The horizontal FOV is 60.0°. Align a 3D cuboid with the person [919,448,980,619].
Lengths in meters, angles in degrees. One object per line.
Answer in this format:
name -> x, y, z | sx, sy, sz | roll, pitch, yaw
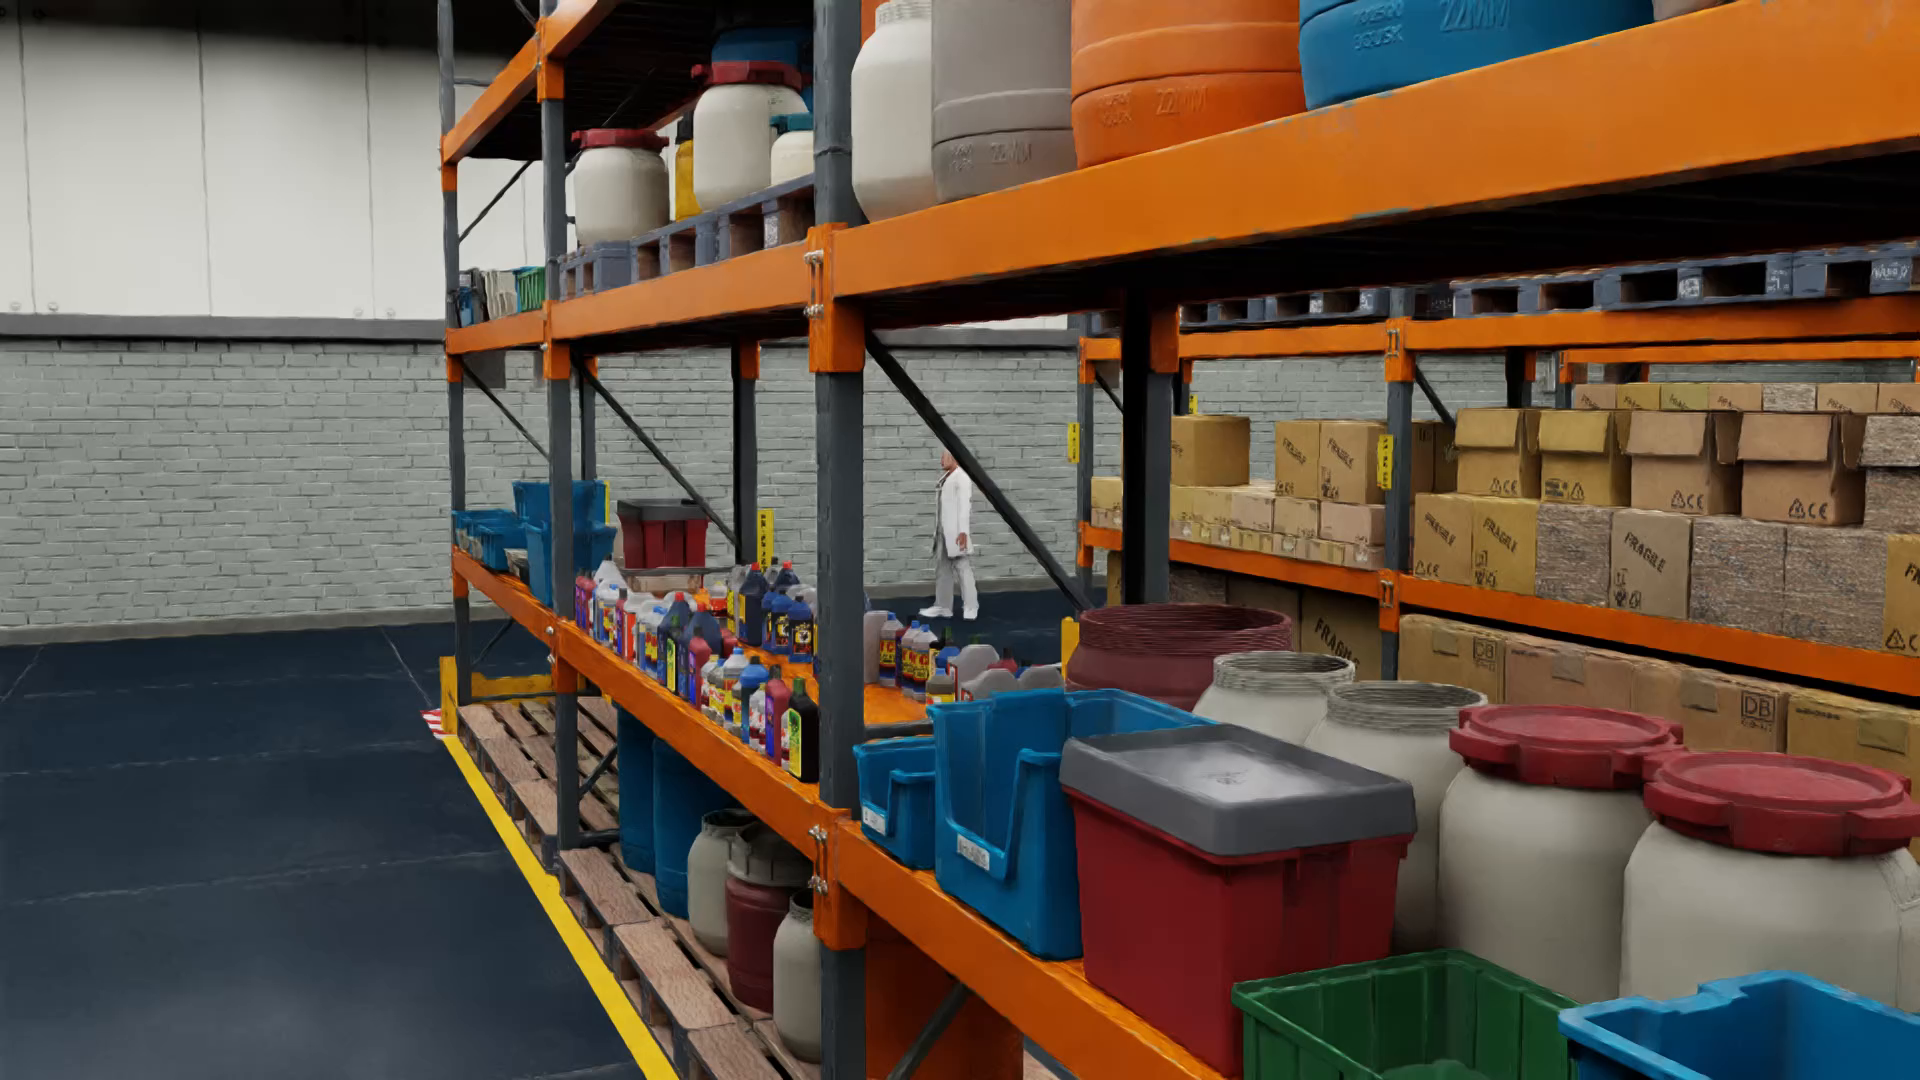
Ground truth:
person -> -0.106, -0.079, 17.293 | 0.574, 1.781, 0.700 | -3, 6, -27
